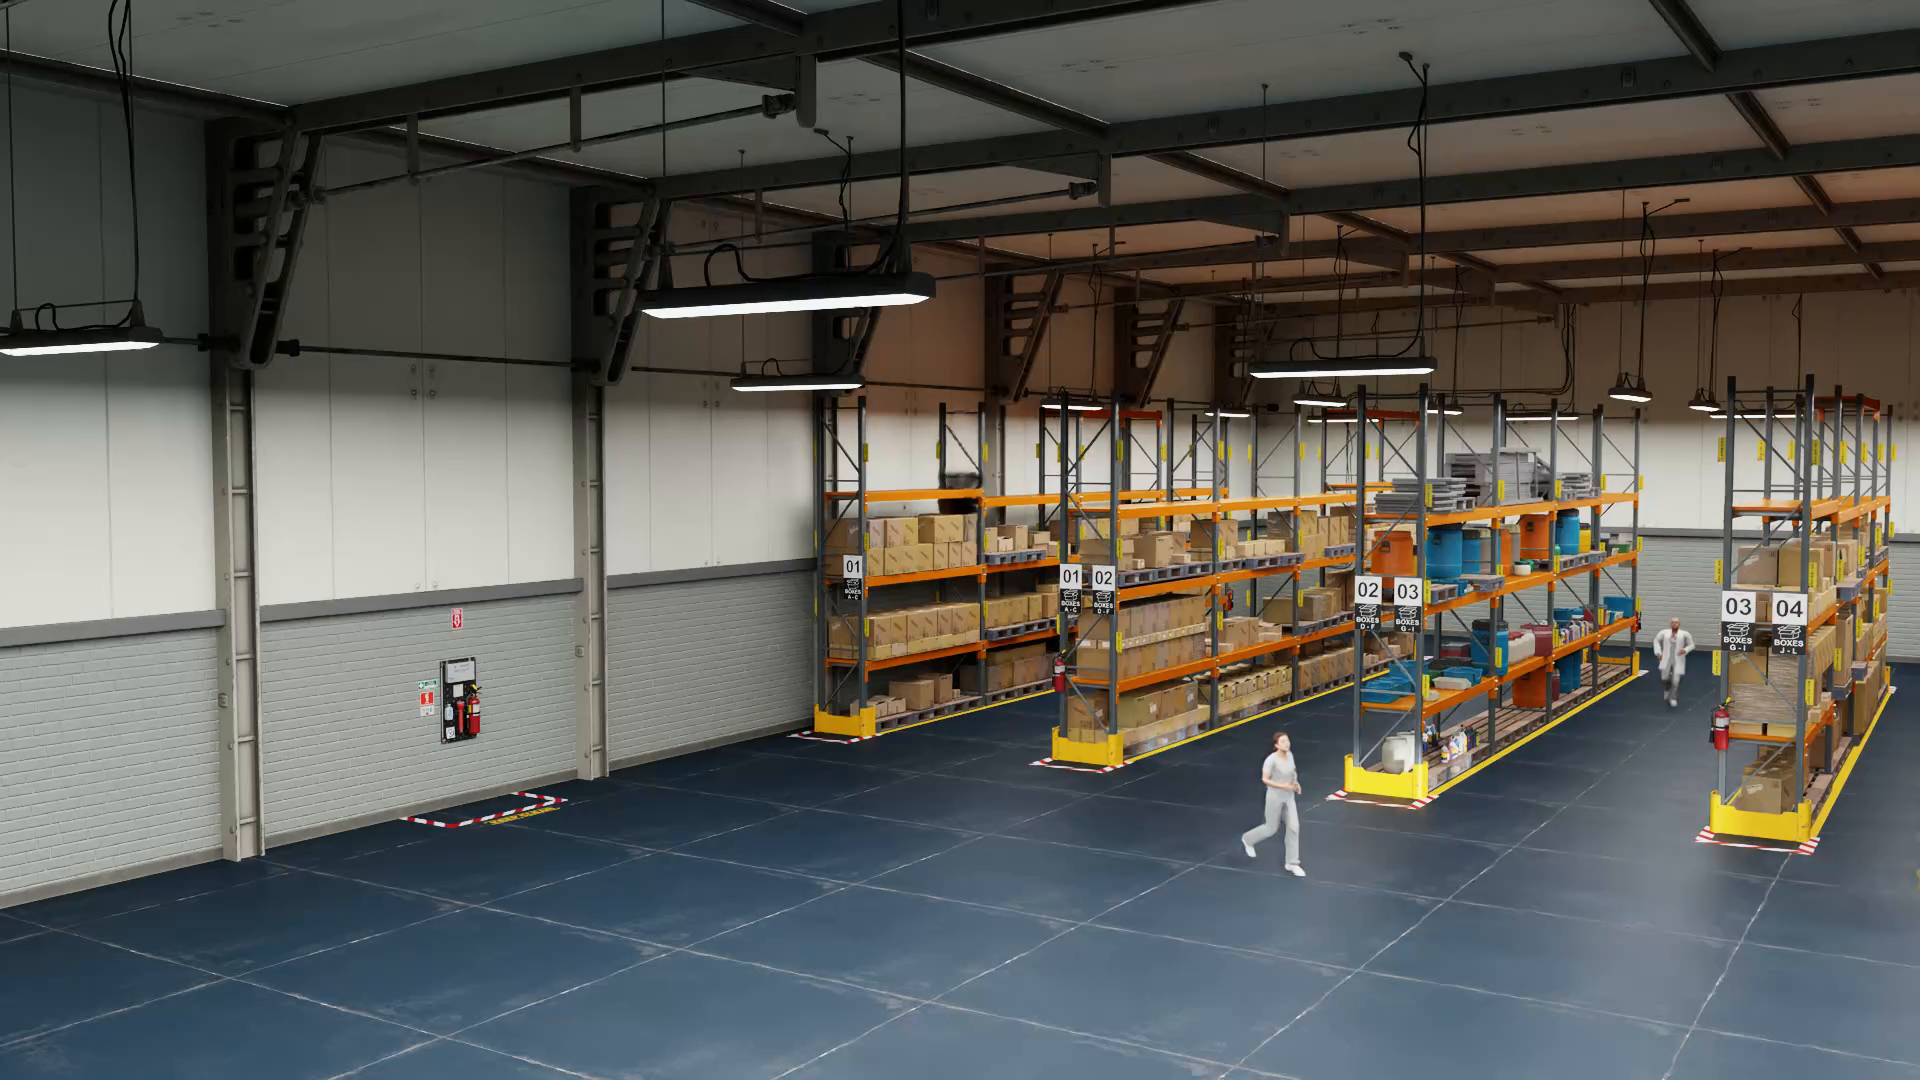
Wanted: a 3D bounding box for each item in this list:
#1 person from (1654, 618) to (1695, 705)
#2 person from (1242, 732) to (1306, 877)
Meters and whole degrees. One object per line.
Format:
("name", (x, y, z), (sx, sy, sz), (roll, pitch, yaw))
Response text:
("person", (14.098, 2.404, 32.873), (0.775, 1.738, 0.572), (2, 3, 30))
("person", (3.814, 3.124, 19.966), (0.576, 1.674, 0.947), (-2, 3, -30))
